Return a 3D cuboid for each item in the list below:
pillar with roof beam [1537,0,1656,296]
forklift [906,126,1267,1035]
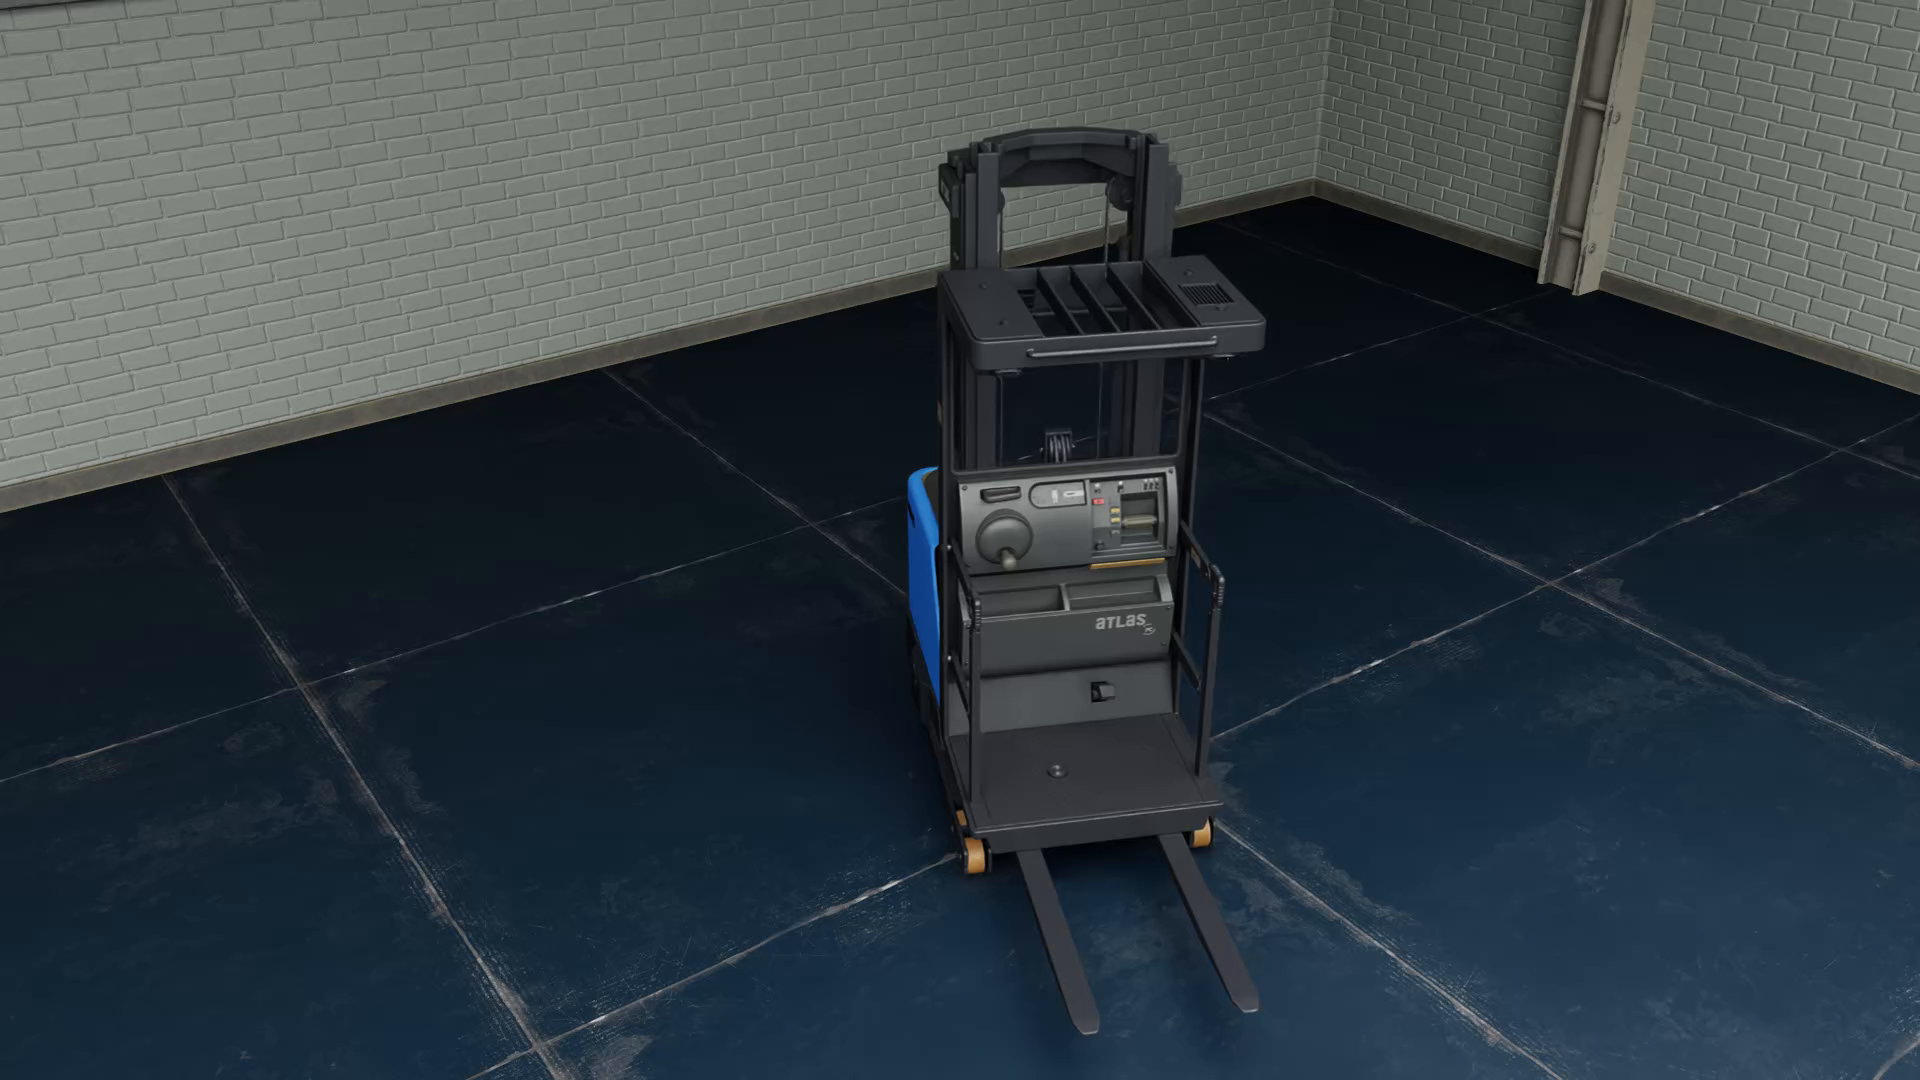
[{"bbox_3d":[1.460,-4.842,9.237,9.100,9.000,0.400,-19,34,-31],"label":"pillar with roof beam"},{"bbox_3d":[0.497,-0.047,6.766,1.130,2.935,3.031,-5,29,-9],"label":"forklift"}]
